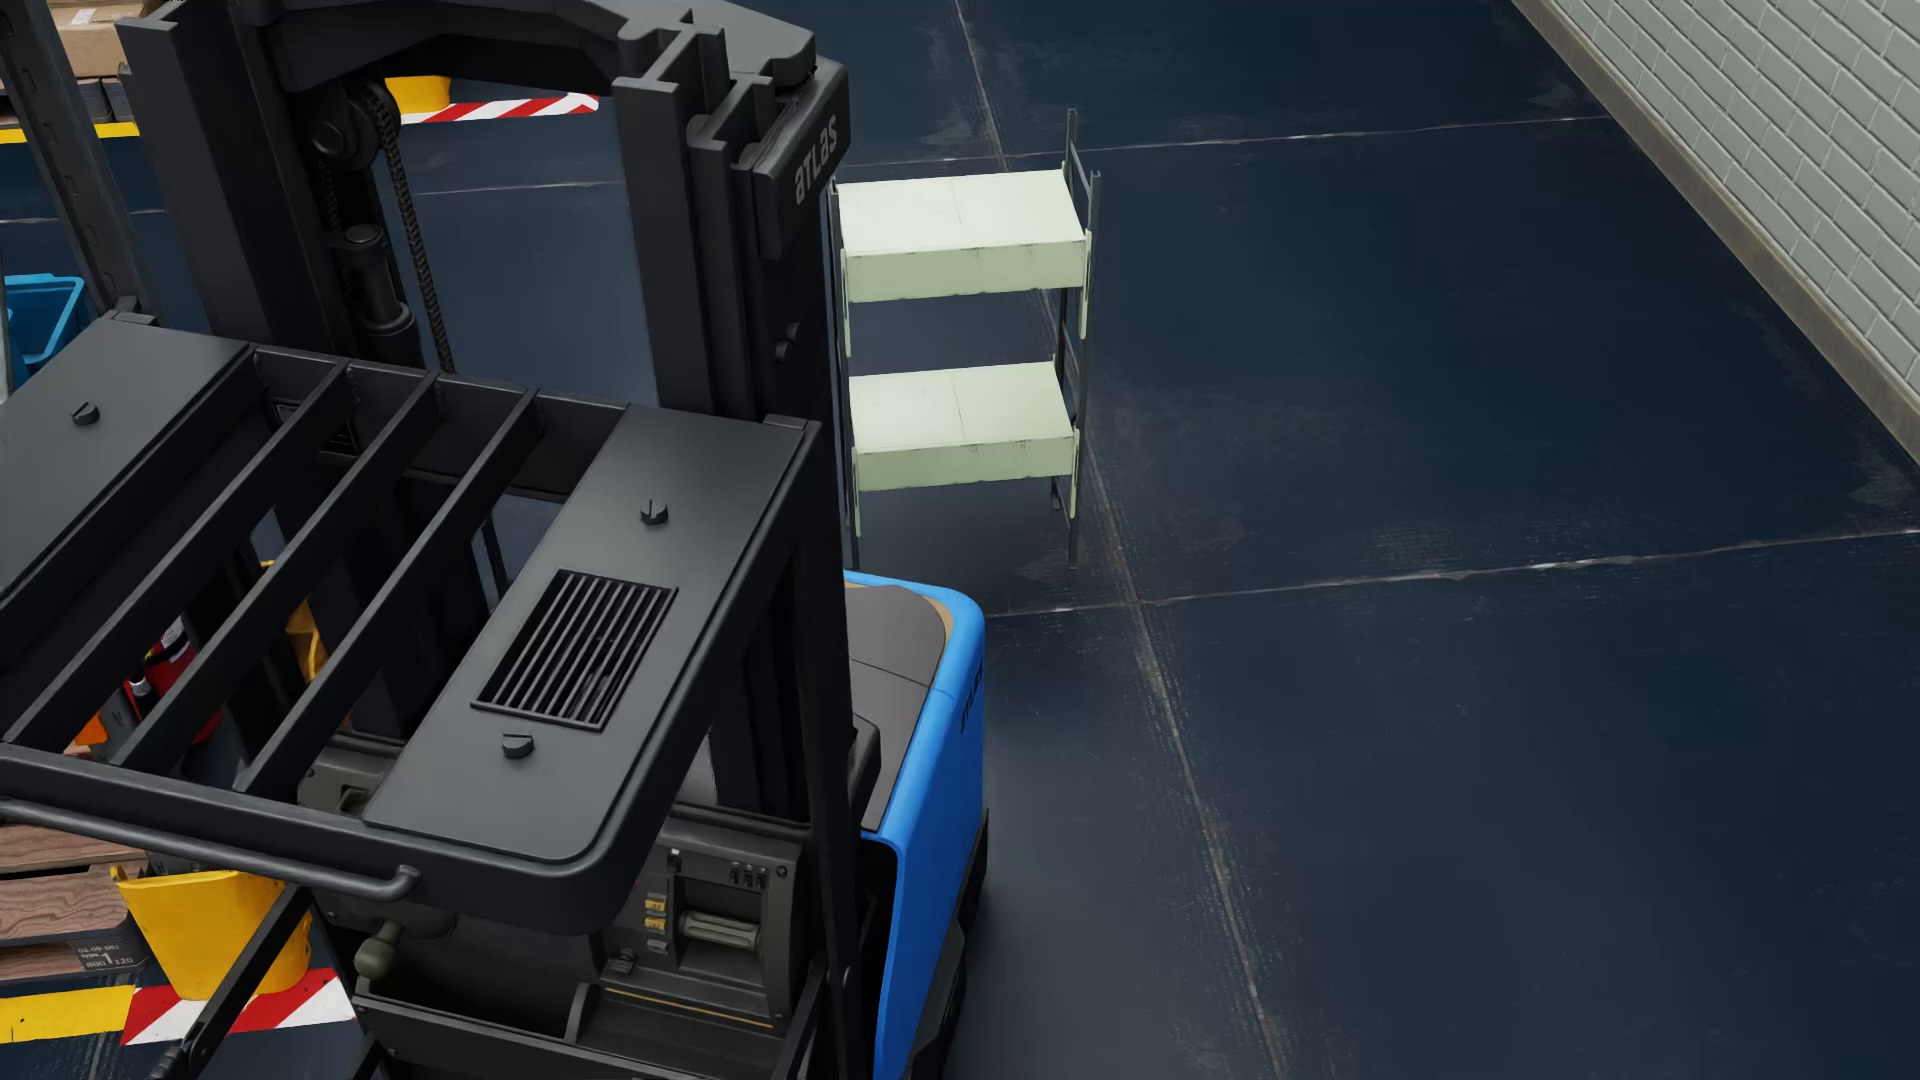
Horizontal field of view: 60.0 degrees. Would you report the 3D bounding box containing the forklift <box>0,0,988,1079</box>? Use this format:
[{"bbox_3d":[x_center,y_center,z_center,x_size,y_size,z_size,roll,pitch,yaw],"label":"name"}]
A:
[{"bbox_3d":[-0.782,0.715,2.769,1.130,2.935,3.031,10,43,10],"label":"forklift"}]

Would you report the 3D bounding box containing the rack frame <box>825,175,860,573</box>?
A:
[{"bbox_3d":[-0.370,-0.525,5.212,0.023,1.500,0.400,-5,42,-6],"label":"rack frame"}]

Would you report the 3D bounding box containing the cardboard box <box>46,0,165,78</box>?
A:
[{"bbox_3d":[-4.106,-2.440,7.940,0.500,0.250,0.500,-5,42,-6],"label":"cardboard box"}]

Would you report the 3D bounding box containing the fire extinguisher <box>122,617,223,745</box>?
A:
[{"bbox_3d":[-1.806,0.175,3.653,0.183,0.674,0.296,-5,42,-6],"label":"fire extinguisher"}]

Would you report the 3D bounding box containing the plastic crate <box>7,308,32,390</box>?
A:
[{"bbox_3d":[-2.322,-0.163,3.620,0.499,0.435,0.616,-5,42,-6],"label":"plastic crate"}]

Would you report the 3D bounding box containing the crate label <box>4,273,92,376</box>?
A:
[{"bbox_3d":[-2.302,-0.438,4.077,0.303,0.233,0.416,-5,42,-6],"label":"crate label"}]

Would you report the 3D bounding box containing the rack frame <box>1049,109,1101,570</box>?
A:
[{"bbox_3d":[0.356,-0.588,5.282,0.023,1.500,0.400,-5,42,-6],"label":"rack frame"}]

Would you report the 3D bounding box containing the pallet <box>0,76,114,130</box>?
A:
[{"bbox_3d":[-4.726,-2.355,8.204,1.213,0.211,1.003,-5,42,-6],"label":"pallet"}]

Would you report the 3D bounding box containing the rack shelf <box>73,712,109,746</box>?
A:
[{"bbox_3d":[-3.997,0.160,3.870,4.000,0.370,1.077,-5,42,-6],"label":"rack shelf"}]

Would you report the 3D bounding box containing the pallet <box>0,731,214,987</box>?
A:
[{"bbox_3d":[-2.837,0.800,4.705,1.213,0.211,1.003,-5,42,-6],"label":"pallet"}]

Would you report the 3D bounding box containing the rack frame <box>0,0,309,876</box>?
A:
[{"bbox_3d":[-2.014,-0.281,3.822,0.127,3.000,1.000,-5,42,-6],"label":"rack frame"}]

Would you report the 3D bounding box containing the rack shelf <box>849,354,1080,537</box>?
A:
[{"bbox_3d":[-0.007,-0.314,5.465,0.720,0.370,0.431,-5,42,-6],"label":"rack shelf"}]

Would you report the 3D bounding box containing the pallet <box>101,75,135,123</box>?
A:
[{"bbox_3d":[-3.518,-2.459,8.319,1.213,0.211,1.003,-5,42,-6],"label":"pallet"}]

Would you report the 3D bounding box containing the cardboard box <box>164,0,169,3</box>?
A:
[{"bbox_3d":[-3.724,-2.811,8.352,0.500,0.250,0.500,-5,42,-6],"label":"cardboard box"}]

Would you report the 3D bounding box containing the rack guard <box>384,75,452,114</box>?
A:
[{"bbox_3d":[-2.728,-2.636,8.299,0.348,0.500,1.175,-5,42,-6],"label":"rack guard"}]

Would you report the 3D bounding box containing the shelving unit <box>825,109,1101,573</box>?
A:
[{"bbox_3d":[-0.007,-0.556,5.247,0.755,1.500,0.431,-5,42,-6],"label":"shelving unit"}]

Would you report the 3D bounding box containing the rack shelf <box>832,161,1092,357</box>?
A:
[{"bbox_3d":[-0.007,-0.846,4.986,0.720,0.370,0.431,-5,42,-6],"label":"rack shelf"}]

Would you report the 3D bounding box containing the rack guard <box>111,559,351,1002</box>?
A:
[{"bbox_3d":[-1.992,0.636,4.671,0.348,0.500,1.175,-5,42,-6],"label":"rack guard"}]
